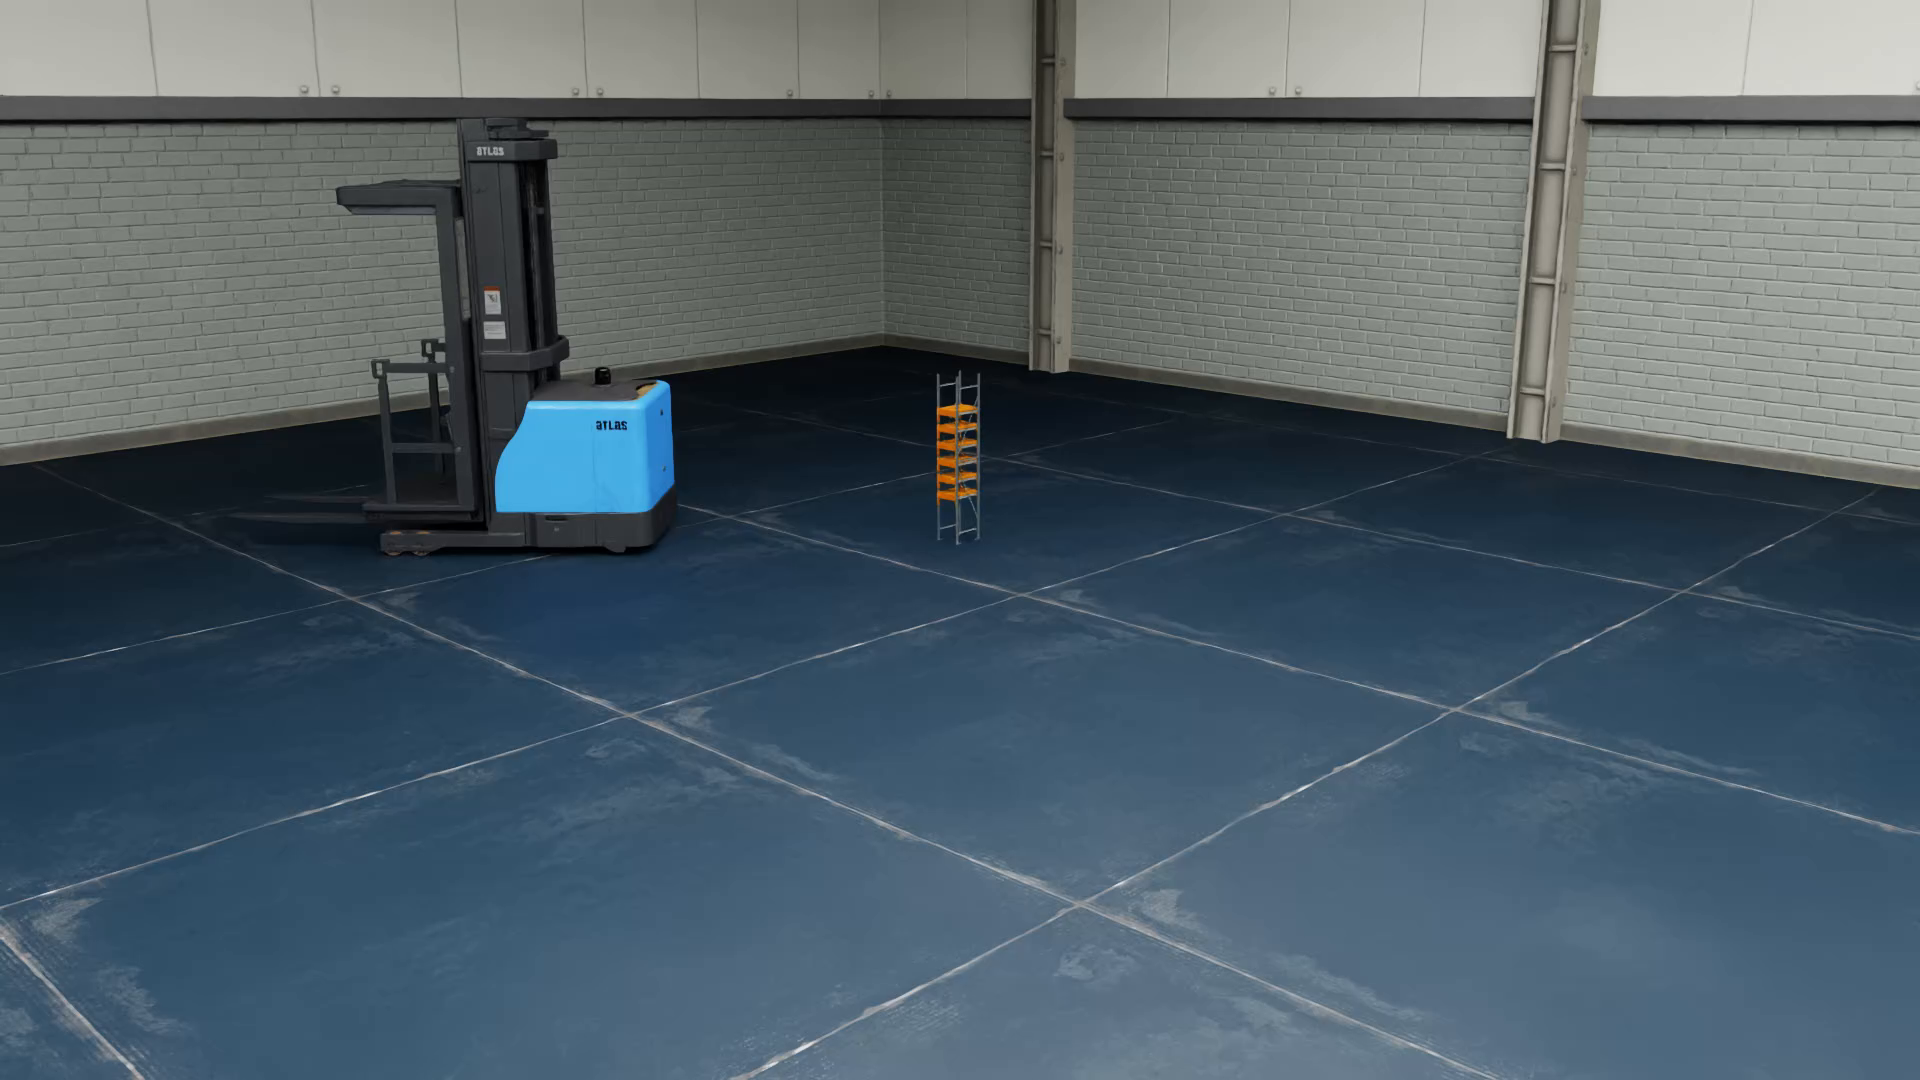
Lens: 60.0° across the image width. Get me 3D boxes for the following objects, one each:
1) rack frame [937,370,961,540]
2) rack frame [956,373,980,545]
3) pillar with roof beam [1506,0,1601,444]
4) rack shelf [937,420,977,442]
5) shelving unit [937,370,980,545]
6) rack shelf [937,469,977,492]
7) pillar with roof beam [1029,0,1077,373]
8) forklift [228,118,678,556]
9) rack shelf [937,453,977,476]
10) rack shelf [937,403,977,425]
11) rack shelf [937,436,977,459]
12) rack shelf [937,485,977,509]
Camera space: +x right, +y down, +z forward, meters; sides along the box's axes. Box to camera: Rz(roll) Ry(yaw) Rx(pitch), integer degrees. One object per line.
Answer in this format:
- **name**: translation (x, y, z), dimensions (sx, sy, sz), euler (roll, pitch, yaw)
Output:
- **rack frame**: translation (-0.076, -0.599, 11.852), dimensions (0.006, 1.200, 0.240), euler (14, 20, 42)
- **rack frame**: translation (0.055, -0.567, 11.729), dimensions (0.006, 1.200, 0.240), euler (14, 20, 42)
- **pillar with roof beam**: translation (2.386, -4.525, 11.453), dimensions (0.400, 9.000, 9.100), euler (14, 20, 42)
- **rack shelf**: translation (-0.010, -0.772, 11.741), dimensions (0.180, 0.103, 0.258), euler (14, 20, 42)
- **shelving unit**: translation (-0.010, -0.583, 11.791), dimensions (0.189, 1.200, 0.258), euler (14, 20, 42)
- **rack shelf**: translation (-0.010, -0.424, 11.832), dimensions (0.180, 0.103, 0.258), euler (14, 20, 42)
- **pillar with roof beam**: translation (-1.933, -5.576, 15.483), dimensions (0.400, 9.000, 9.100), euler (14, 20, 42)
- **forklift**: translation (-3.629, -1.443, 11.658), dimensions (3.031, 2.935, 1.130), euler (0, 15, 2)
- **rack shelf**: translation (-0.010, -0.540, 11.802), dimensions (0.180, 0.103, 0.258), euler (14, 20, 42)
- **rack shelf**: translation (-0.010, -0.889, 11.711), dimensions (0.180, 0.103, 0.258), euler (14, 20, 42)
- **rack shelf**: translation (-0.010, -0.656, 11.771), dimensions (0.180, 0.103, 0.258), euler (14, 20, 42)
- **rack shelf**: translation (-0.010, -0.308, 11.862), dimensions (0.180, 0.103, 0.258), euler (14, 20, 42)
